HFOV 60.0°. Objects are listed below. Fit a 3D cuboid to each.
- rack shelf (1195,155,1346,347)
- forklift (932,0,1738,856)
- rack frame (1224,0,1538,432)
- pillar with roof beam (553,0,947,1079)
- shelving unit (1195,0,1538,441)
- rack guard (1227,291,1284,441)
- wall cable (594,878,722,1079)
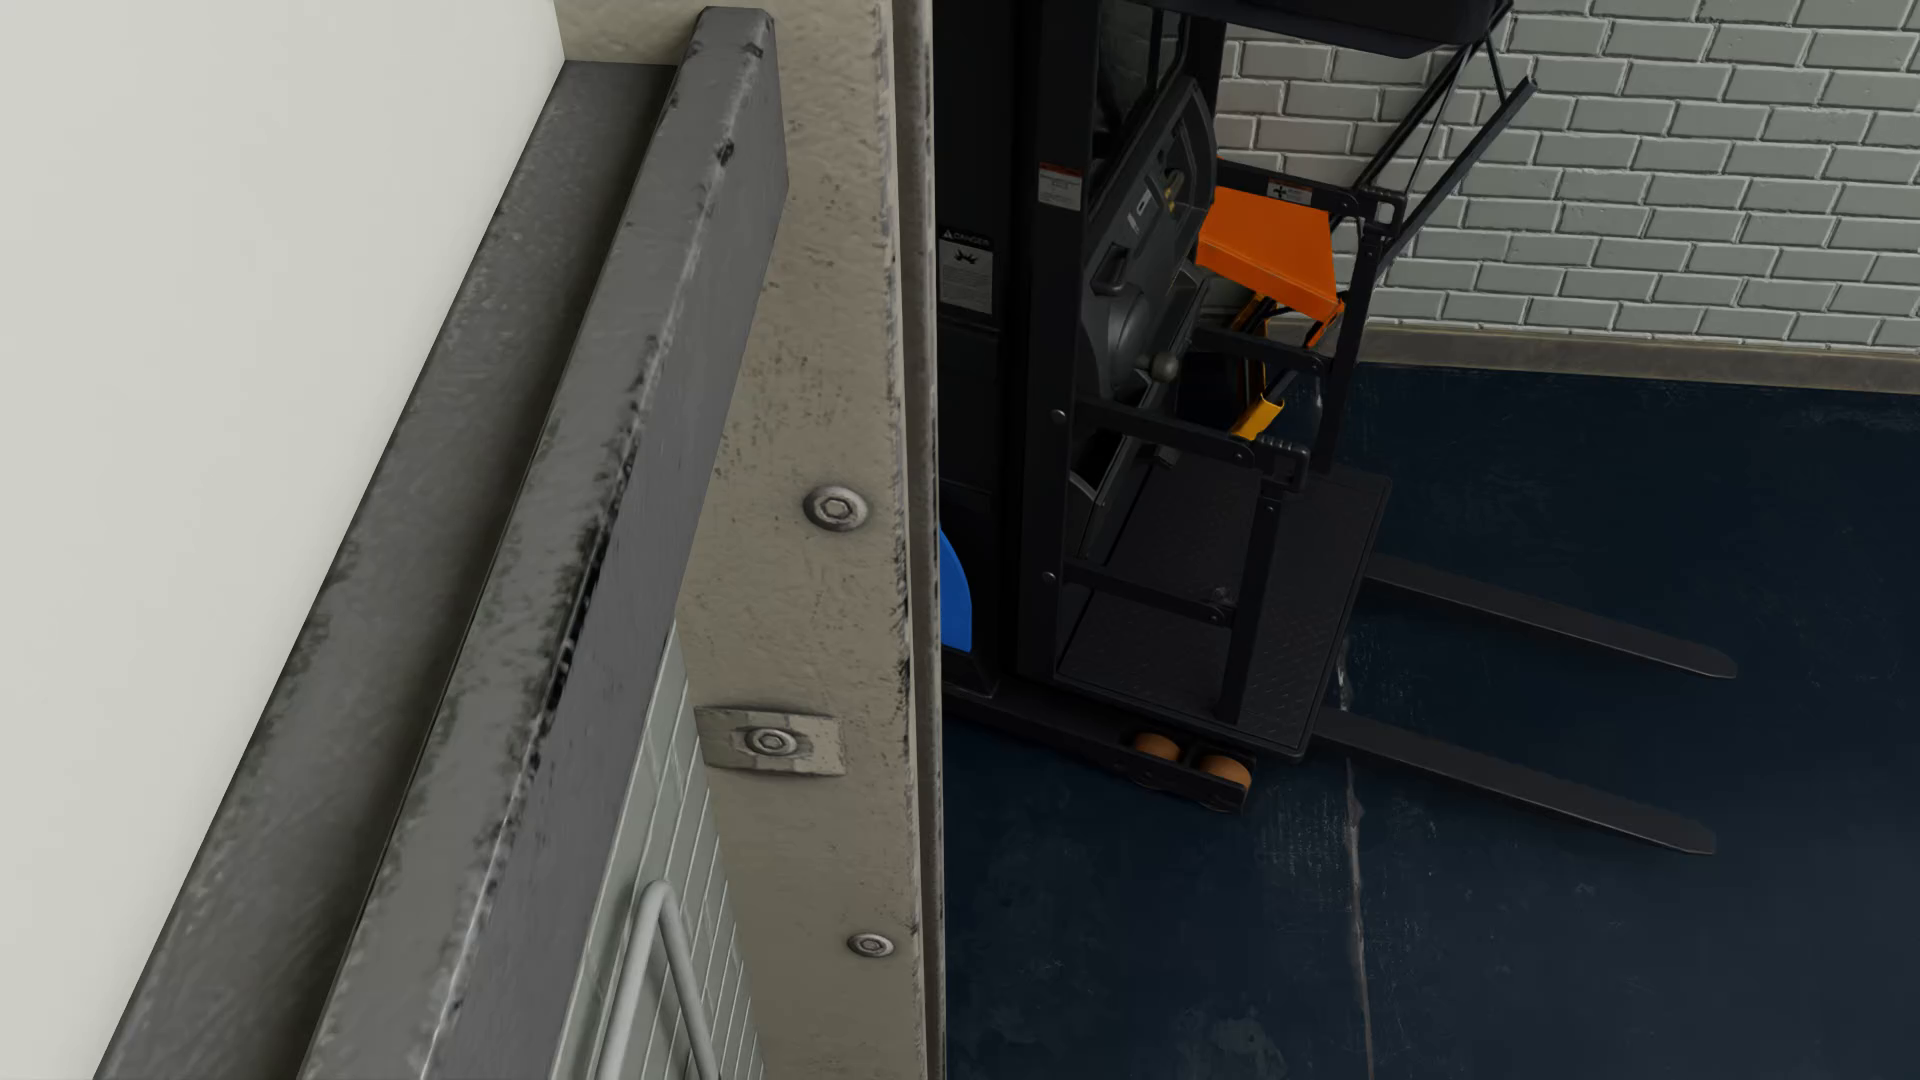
[{"bbox_3d":[0.693,-1.008,5.093,1.000,0.185,0.538,22,44,-14],"label":"rack shelf"},{"bbox_3d":[0.641,-0.692,3.897,3.031,2.935,1.130,17,50,15],"label":"forklift"},{"bbox_3d":[1.227,-0.933,5.098,0.032,1.500,0.500,22,44,-14],"label":"rack frame"},{"bbox_3d":[4.084,-1.279,0.322,9.100,9.000,0.400,4,48,4],"label":"pillar with roof beam"},{"bbox_3d":[0.778,-1.113,4.974,1.083,1.500,0.587,22,44,-14],"label":"shelving unit"},{"bbox_3d":[0.958,-0.557,5.519,0.087,0.250,0.587,22,44,-14],"label":"rack guard"},{"bbox_3d":[-0.413,1.151,1.476,0.084,1.984,1.851,4,48,4],"label":"wall cable"}]
